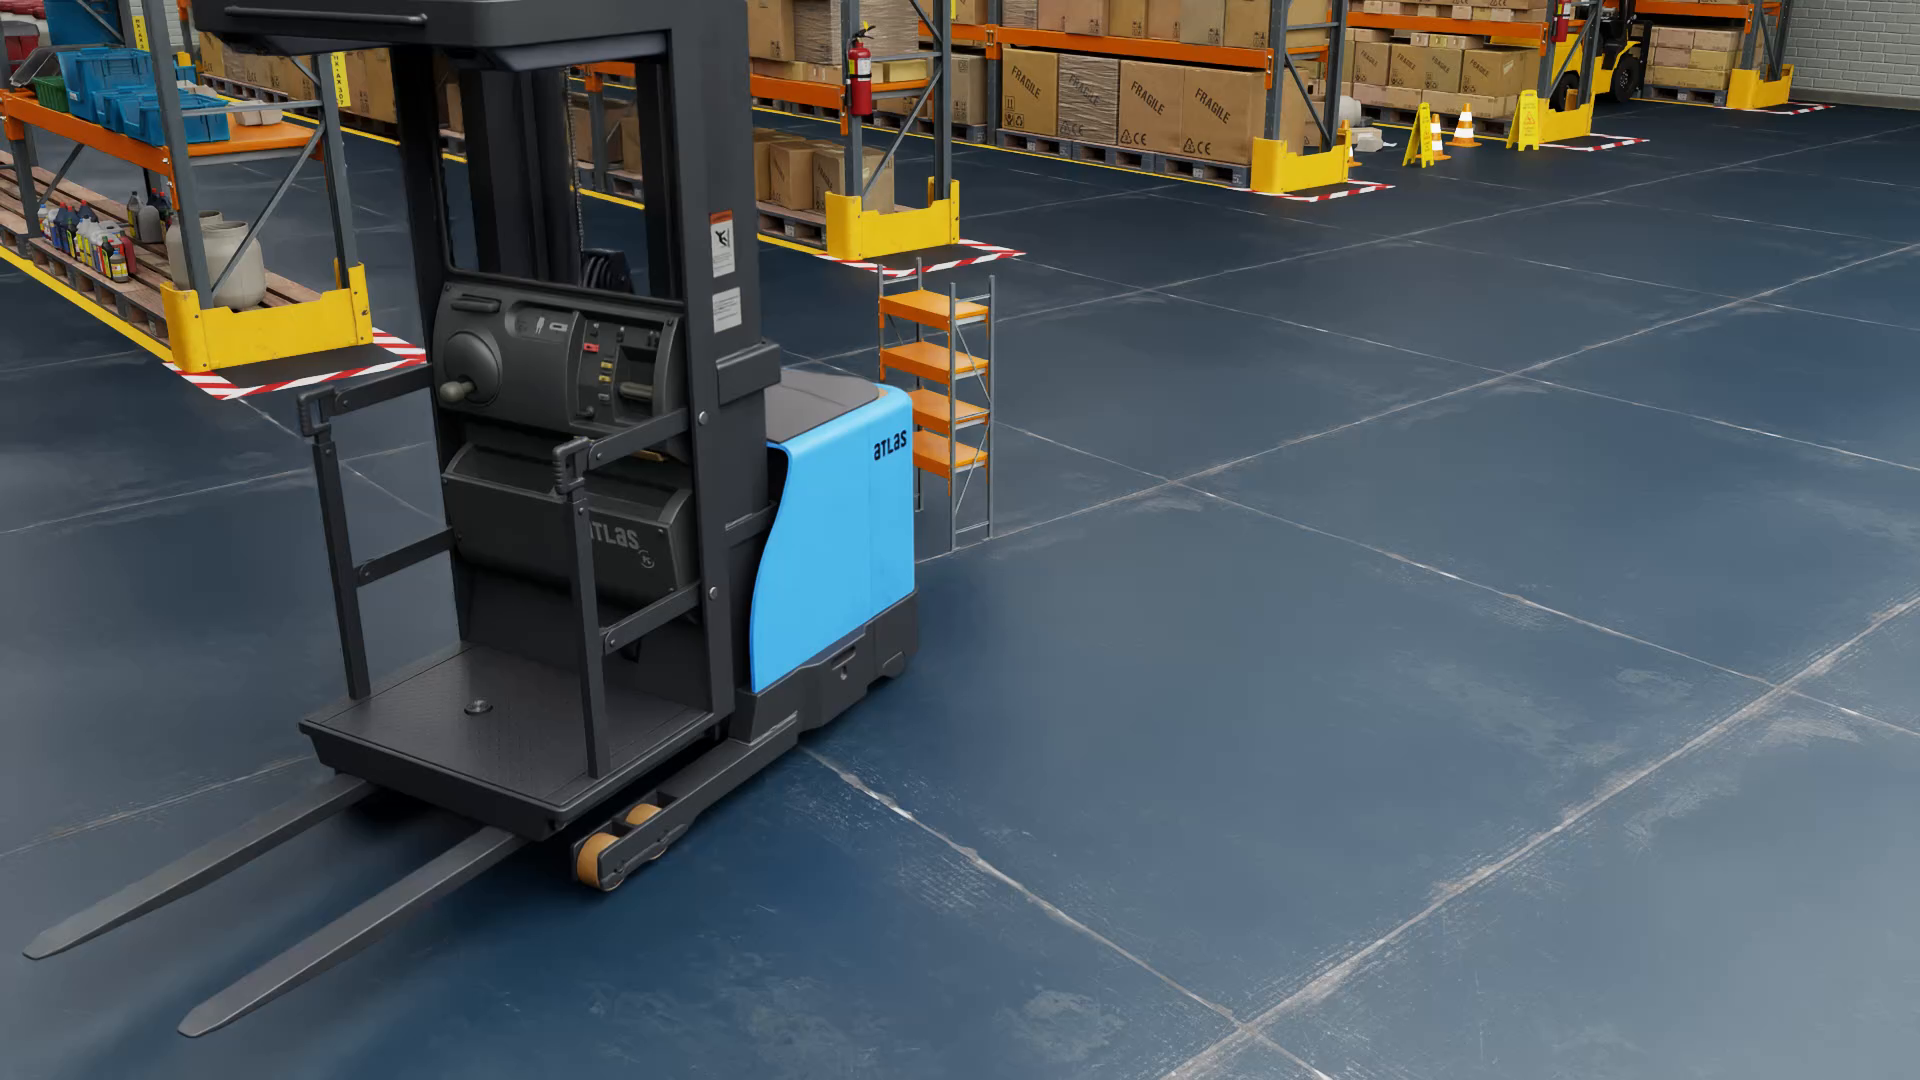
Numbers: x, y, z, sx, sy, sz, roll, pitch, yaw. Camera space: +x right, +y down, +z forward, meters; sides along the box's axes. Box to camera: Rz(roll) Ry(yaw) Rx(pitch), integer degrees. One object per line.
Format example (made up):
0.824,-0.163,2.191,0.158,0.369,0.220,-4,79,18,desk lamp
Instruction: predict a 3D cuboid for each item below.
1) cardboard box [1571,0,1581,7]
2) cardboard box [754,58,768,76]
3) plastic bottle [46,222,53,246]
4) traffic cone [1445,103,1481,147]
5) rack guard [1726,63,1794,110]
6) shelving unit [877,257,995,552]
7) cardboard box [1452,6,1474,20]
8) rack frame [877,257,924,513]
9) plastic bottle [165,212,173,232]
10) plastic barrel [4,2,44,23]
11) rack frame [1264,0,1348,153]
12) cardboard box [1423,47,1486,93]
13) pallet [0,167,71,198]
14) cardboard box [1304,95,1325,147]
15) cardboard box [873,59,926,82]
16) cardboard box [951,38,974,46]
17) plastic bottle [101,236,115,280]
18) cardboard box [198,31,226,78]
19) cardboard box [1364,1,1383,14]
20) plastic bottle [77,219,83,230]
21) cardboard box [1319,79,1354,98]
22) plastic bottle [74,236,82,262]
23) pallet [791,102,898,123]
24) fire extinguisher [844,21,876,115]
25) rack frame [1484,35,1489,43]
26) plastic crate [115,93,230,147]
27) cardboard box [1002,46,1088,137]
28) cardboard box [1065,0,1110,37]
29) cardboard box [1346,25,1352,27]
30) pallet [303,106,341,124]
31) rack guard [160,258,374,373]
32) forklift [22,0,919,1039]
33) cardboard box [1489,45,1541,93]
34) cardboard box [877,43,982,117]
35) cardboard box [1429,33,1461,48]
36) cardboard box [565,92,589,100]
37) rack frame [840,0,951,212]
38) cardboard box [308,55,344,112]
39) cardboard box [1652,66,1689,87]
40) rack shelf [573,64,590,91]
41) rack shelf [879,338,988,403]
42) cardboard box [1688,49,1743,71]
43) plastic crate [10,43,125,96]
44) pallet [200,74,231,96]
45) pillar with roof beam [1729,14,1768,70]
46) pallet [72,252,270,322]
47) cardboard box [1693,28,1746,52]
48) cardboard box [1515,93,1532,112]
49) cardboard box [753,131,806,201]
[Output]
6.923,-6.495,19.408,0.500,0.500,0.500,-18,28,-38,cardboard box
-1.477,-3.944,13.785,0.380,0.149,0.250,-17,27,-37,cardboard box
-6.840,-2.333,12.561,0.097,0.201,0.097,0,21,0,plastic bottle
5.764,-4.743,18.959,0.336,0.463,0.334,-17,27,-37,traffic cone
10.795,-6.125,22.436,1.175,0.500,0.348,-17,27,-37,rack guard
-0.108,-0.604,7.382,0.258,1.200,0.503,-17,27,-37,shelving unit
6.024,-6.231,19.625,0.380,0.149,0.250,-17,27,-37,cardboard box
-0.267,-0.672,7.554,0.240,1.200,0.015,-17,27,-37,rack frame
-5.852,-2.297,12.356,0.061,0.283,0.133,-17,27,-37,plastic bottle
-7.786,-4.262,14.066,0.433,0.535,0.433,0,21,0,plastic barrel
3.338,-4.906,15.898,1.000,3.000,0.127,-17,27,-37,rack frame
5.958,-5.680,20.038,0.500,0.500,0.500,-16,27,-36,cardboard box
-8.984,-3.263,15.525,1.003,0.211,1.213,-17,27,-37,pallet
3.957,-4.833,19.133,0.637,0.503,0.797,3,22,9,cardboard box
-0.491,-3.772,13.346,0.380,0.149,0.250,-17,27,-37,cardboard box
0.249,-8.234,26.732,0.875,0.875,0.875,-16,27,-36,cardboard box
-5.859,-1.945,11.459,0.061,0.283,0.133,-17,27,-36,plastic bottle
-10.452,-7.222,24.149,0.875,0.875,0.875,-17,27,-37,cardboard box
5.201,-6.582,20.520,0.380,0.149,0.250,-17,27,-37,cardboard box
-6.389,-2.208,12.147,0.097,0.271,0.097,0,21,0,plastic bottle
4.948,-5.761,21.274,0.500,0.250,0.500,-16,26,-34,cardboard box
-6.346,-2.124,12.027,0.097,0.201,0.097,0,21,0,plastic bottle
-1.427,-5.582,21.447,1.003,0.211,1.213,-17,27,-37,pallet
-0.760,-3.576,12.607,0.296,0.674,0.183,-17,27,-37,fire extinguisher
8.169,-8.400,24.819,1.000,3.000,0.127,-17,27,-37,rack frame
-4.792,-2.572,10.142,0.499,0.251,0.616,-17,27,-37,plastic crate
1.084,-5.027,18.544,0.875,0.875,0.875,-17,27,-37,cardboard box
1.616,-5.658,17.612,0.875,0.550,0.550,-17,27,-37,cardboard box
6.387,-8.241,27.092,0.875,0.625,0.625,-16,27,-36,cardboard box
-7.758,-5.575,21.429,1.003,0.211,1.213,-17,27,-37,pallet
-4.323,-1.420,10.425,1.175,0.500,0.348,-17,27,-37,rack guard
-1.329,-0.530,4.818,1.130,2.935,3.031,12,24,28,forklift
6.689,-5.672,20.019,0.500,0.500,0.500,-19,28,-39,cardboard box
-0.374,-5.577,20.119,1.050,0.750,0.750,-17,27,-37,cardboard box
5.849,-5.994,19.951,0.380,0.149,0.250,-17,27,-37,cardboard box
-4.144,-4.365,17.340,0.500,0.500,0.700,20,29,41,cardboard box
-0.486,-3.753,12.954,1.000,3.000,0.127,-17,27,-37,rack frame
-7.302,-5.856,20.661,1.225,0.875,0.875,-19,28,-39,cardboard box
9.916,-6.405,22.918,0.500,0.250,0.500,-17,27,-37,cardboard box
-4.402,-5.076,17.318,1.077,0.370,4.000,-17,27,-37,rack shelf
-0.108,-0.750,7.325,0.258,0.148,0.480,-17,27,-37,rack shelf
10.225,-6.503,22.484,0.500,0.250,0.500,-18,28,-38,cardboard box
-6.604,-3.476,12.330,0.767,0.338,0.504,-17,27,-37,plastic crate
-10.349,-6.673,24.233,1.003,0.211,1.213,-17,27,-37,pallet
7.747,-9.471,19.325,9.100,9.000,0.400,-17,27,-37,pillar with roof beam
-5.642,-1.848,11.914,1.003,0.211,1.213,-17,27,-37,pallet
10.243,-6.729,22.375,0.500,0.250,0.500,-16,27,-36,cardboard box
6.705,-5.317,20.139,0.500,0.250,0.500,-18,28,-38,cardboard box
-1.691,-3.296,14.638,0.500,0.500,0.500,-14,26,-33,cardboard box
